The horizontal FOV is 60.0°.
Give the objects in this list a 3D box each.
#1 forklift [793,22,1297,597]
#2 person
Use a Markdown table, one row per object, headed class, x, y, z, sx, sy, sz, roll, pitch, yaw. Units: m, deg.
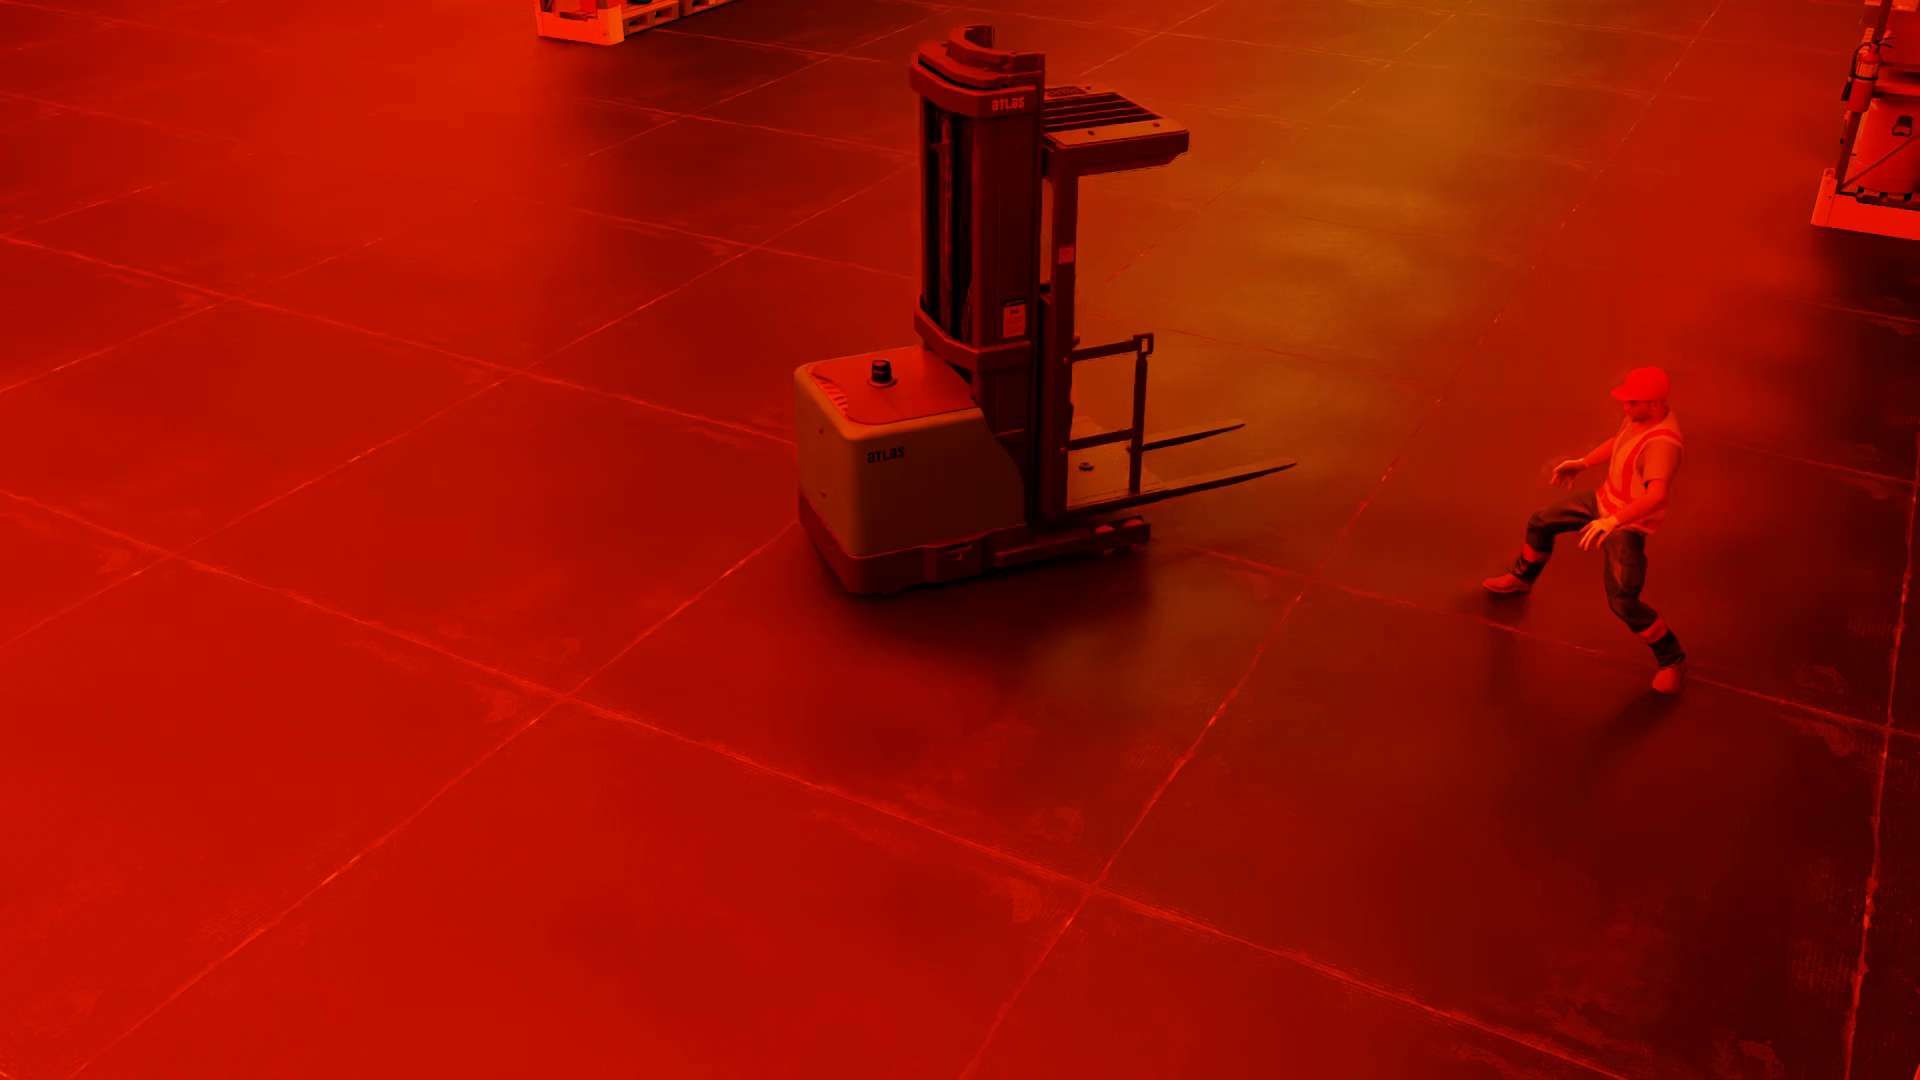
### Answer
| class | x | y | z | sx | sy | sz | roll | pitch | yaw |
| --- | --- | --- | --- | --- | --- | --- | --- | --- | --- |
| forklift | 0.587 | -1.418 | 9.528 | 3.031 | 2.935 | 1.130 | -12 | 32 | -20 |
| person | 3.393 | -0.146 | 8.693 | 0.943 | 1.626 | 1.011 | 3 | 30 | 5 |
